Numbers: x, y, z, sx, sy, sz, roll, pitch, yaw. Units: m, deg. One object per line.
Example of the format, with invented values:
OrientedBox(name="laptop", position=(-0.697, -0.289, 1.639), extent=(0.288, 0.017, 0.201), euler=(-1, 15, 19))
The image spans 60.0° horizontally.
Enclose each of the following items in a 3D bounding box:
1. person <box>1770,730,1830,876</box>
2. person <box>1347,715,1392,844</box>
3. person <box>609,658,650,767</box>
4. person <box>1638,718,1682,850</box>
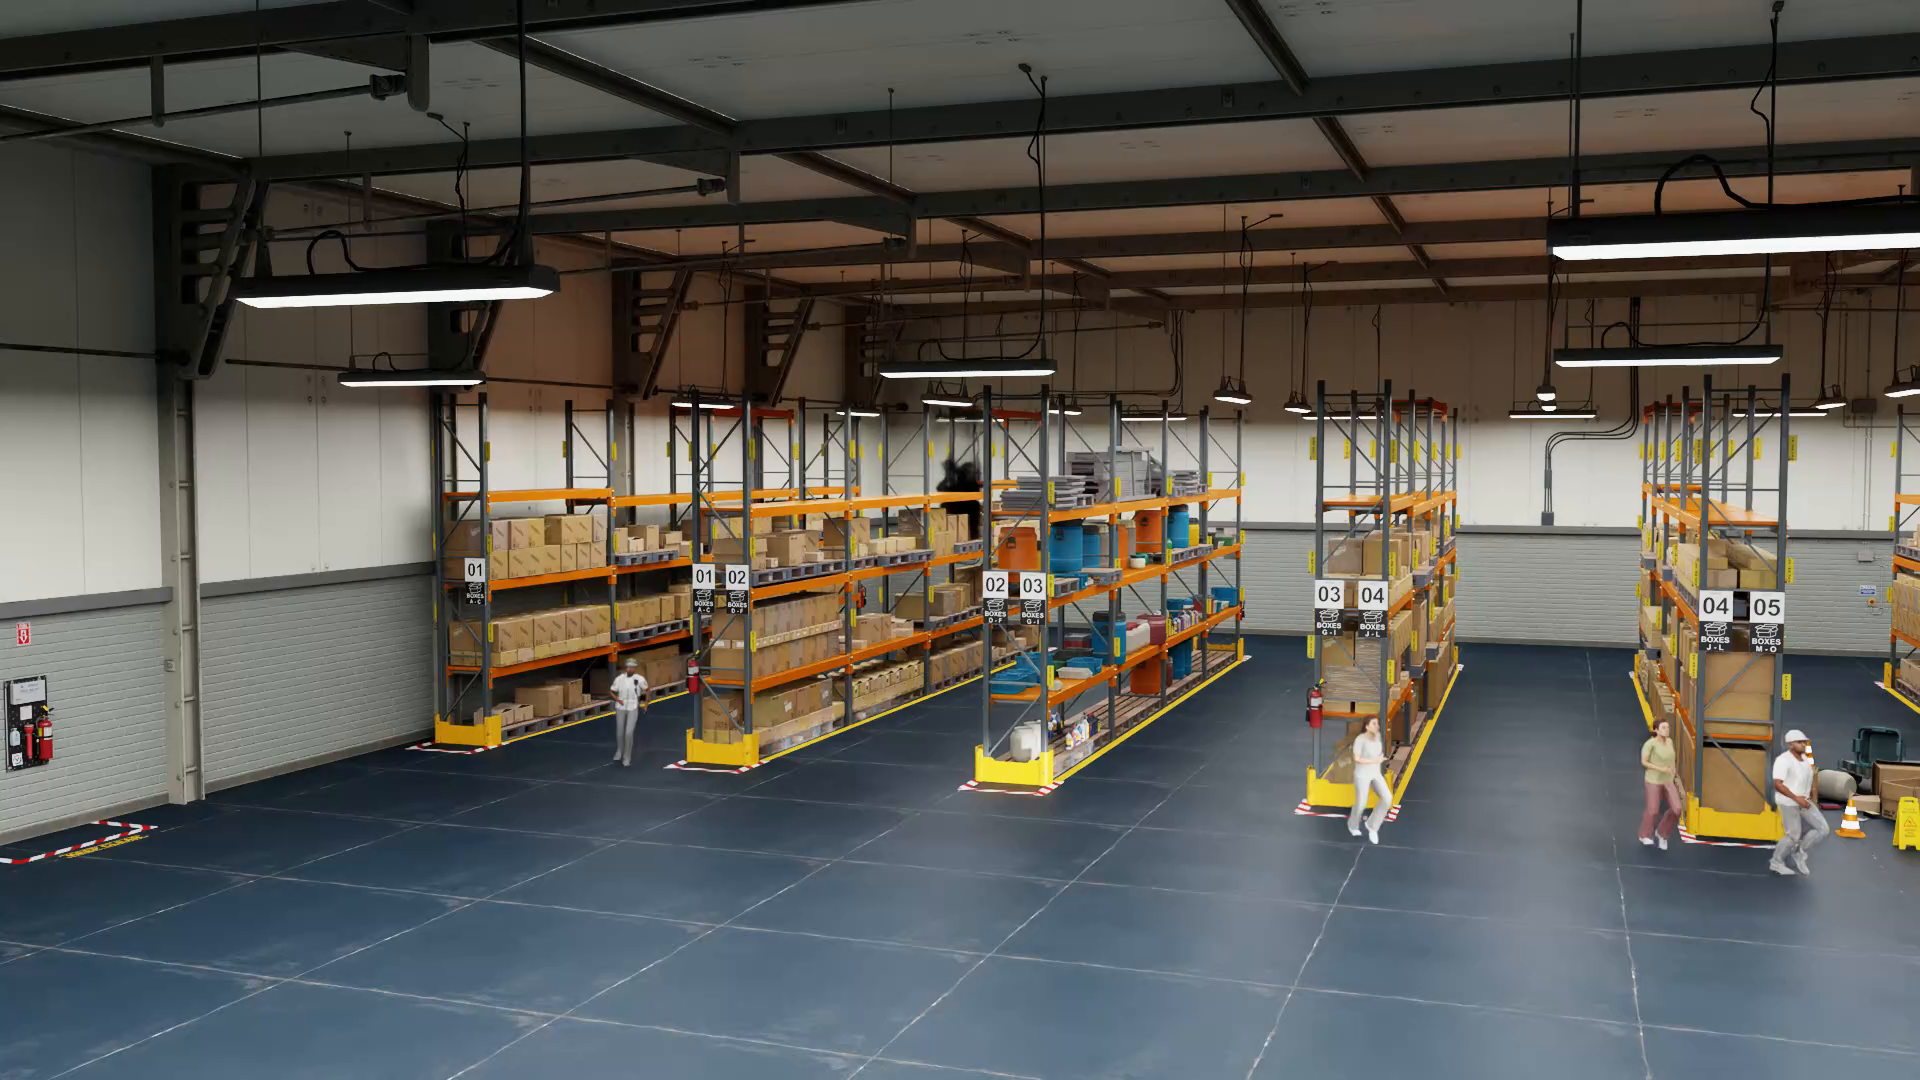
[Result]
OrientedBox(name="person", position=(9.842, 3.086, 19.537), extent=(0.721, 1.728, 0.624), euler=(-2, 4, -34))
OrientedBox(name="person", position=(5.214, 3.033, 21.238), extent=(0.590, 1.652, 0.795), euler=(-1, 3, -25))
OrientedBox(name="person", position=(-5.317, 2.764, 26.696), extent=(0.609, 1.763, 0.685), euler=(0, 3, -5))
OrientedBox(name="person", position=(8.812, 3.071, 20.888), extent=(0.596, 1.684, 0.660), euler=(-1, 3, -13))
